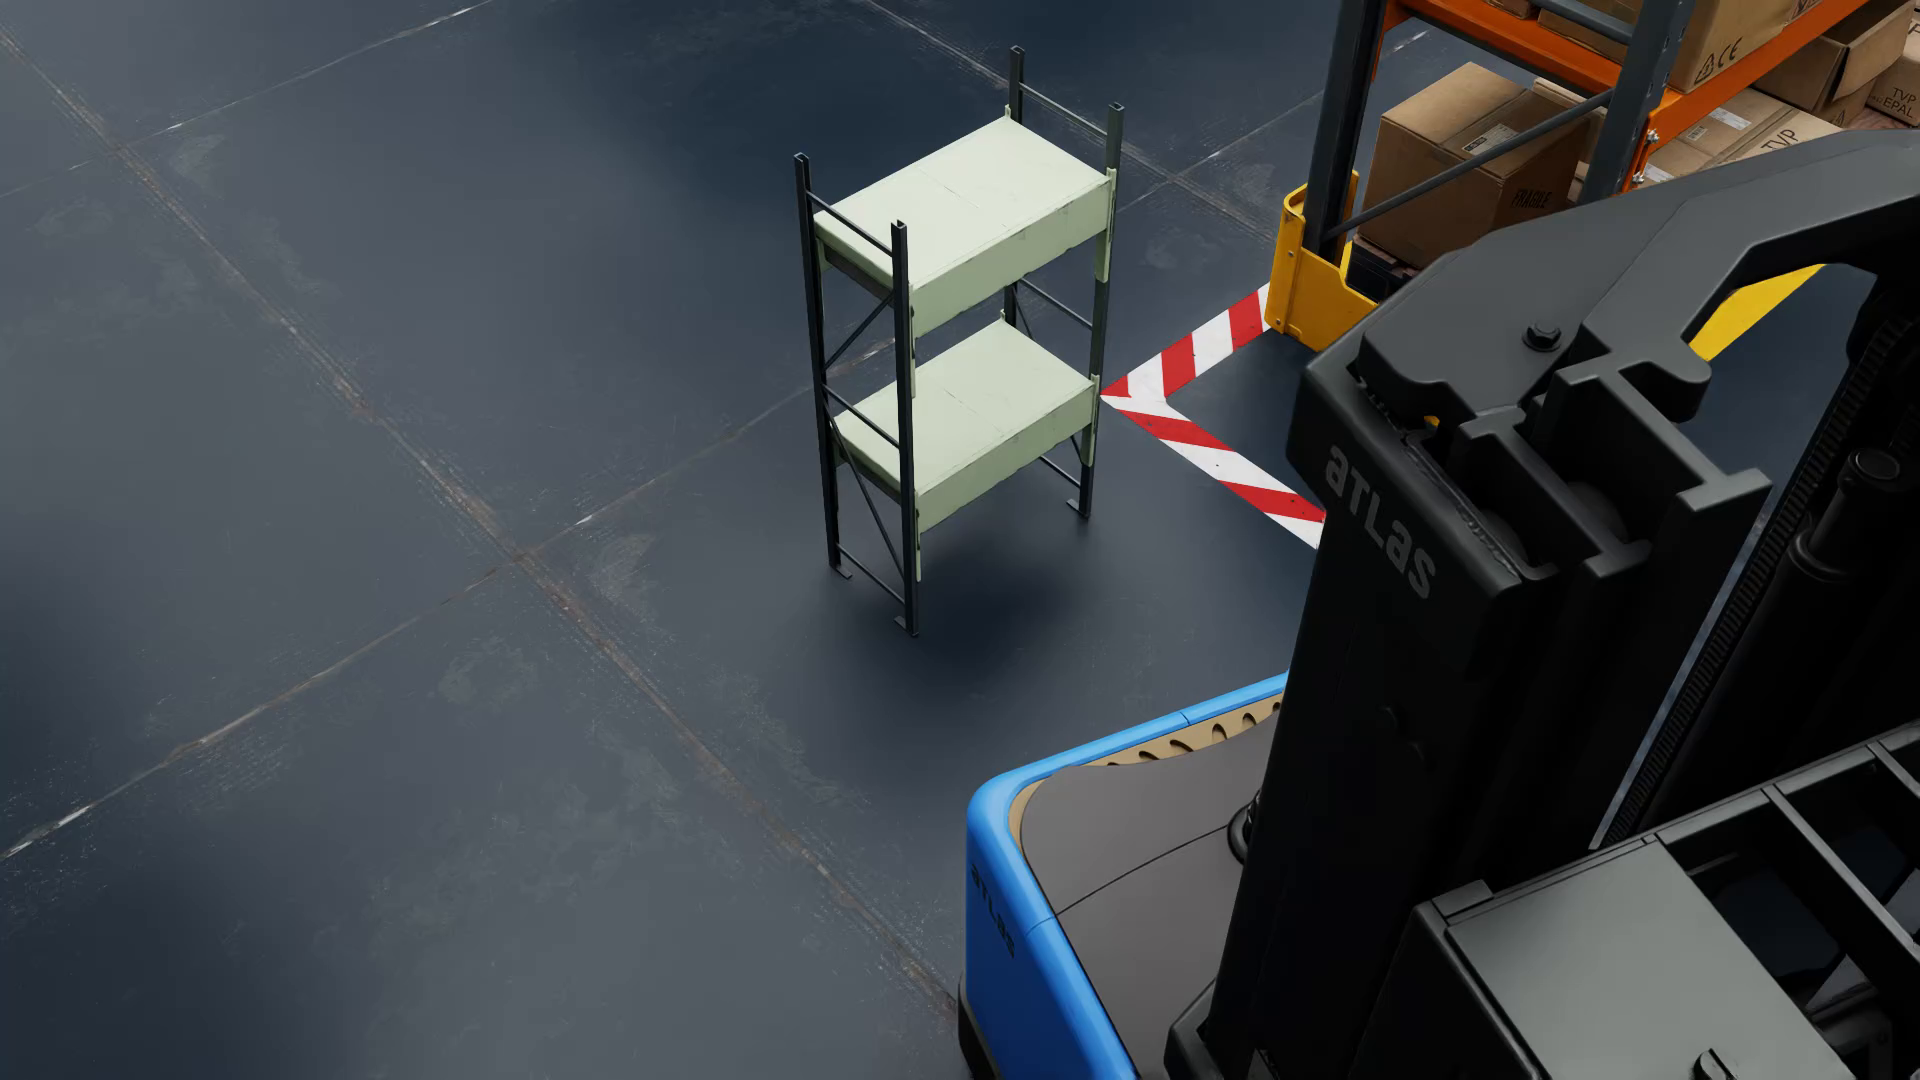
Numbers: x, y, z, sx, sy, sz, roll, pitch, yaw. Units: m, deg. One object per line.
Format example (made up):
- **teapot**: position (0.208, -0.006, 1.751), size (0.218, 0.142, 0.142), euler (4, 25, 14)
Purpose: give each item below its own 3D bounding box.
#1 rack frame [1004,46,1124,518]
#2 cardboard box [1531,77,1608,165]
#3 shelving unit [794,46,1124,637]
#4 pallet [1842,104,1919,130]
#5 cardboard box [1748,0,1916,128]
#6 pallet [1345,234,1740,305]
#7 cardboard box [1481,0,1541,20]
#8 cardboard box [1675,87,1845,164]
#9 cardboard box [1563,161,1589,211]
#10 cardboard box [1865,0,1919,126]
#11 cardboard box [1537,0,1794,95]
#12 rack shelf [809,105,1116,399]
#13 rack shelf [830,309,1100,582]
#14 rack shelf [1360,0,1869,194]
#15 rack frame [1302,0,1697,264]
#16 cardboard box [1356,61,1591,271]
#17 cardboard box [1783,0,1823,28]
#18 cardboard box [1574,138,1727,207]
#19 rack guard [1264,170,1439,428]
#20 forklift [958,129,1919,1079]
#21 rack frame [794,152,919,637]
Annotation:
- **rack frame**: position (0.276, -0.693, 4.869), size (0.023, 1.500, 0.400), euler (-34, 56, -27)
- **cardboard box**: position (2.491, -1.621, 6.276), size (0.500, 0.250, 0.500), euler (-34, 56, -27)
- **shelving unit**: position (0.005, -0.512, 4.702), size (0.755, 1.500, 0.431), euler (-34, 56, -27)
- **pallet**: position (3.079, -1.634, 6.615), size (1.213, 0.211, 1.003), euler (-34, 56, -27)
- **cardboard box**: position (3.105, -1.896, 6.358), size (0.637, 0.503, 0.797), euler (-34, 56, -27)
- **pallet**: position (2.177, -1.034, 6.061), size (1.213, 0.211, 1.003), euler (-34, 56, -27)
- **cardboard box**: position (1.680, -1.951, 4.941), size (0.500, 0.500, 0.500), euler (-32, 55, -26)
- **cardboard box**: position (2.865, -1.374, 6.048), size (0.500, 0.250, 0.500), euler (-34, 56, -27)
- **cardboard box**: position (2.128, -1.290, 6.028), size (0.250, 0.166, 0.380), euler (-34, 56, -27)
- **cardboard box**: position (3.706, -1.956, 6.544), size (0.500, 0.311, 0.500), euler (-34, 56, -27)
- **cardboard box**: position (2.037, -1.658, 4.671), size (0.500, 0.500, 0.500), euler (-33, 55, -26)
- **rack shelf**: position (0.005, -0.777, 4.415), size (0.720, 0.370, 0.431), euler (-34, 56, -27)
- **rack shelf**: position (0.005, -0.291, 4.941), size (0.720, 0.370, 0.431), euler (-34, 56, -27)
- **rack shelf**: position (3.011, -2.293, 5.814), size (4.000, 0.370, 1.077), euler (-34, 56, -27)
- **rack frame**: position (1.532, -1.548, 4.637), size (0.127, 3.000, 1.000), euler (-34, 56, -27)
- **cardboard box**: position (1.768, -1.252, 5.766), size (0.500, 0.500, 0.500), euler (-34, 56, -27)
- **cardboard box**: position (2.415, -1.916, 4.909), size (0.500, 0.500, 0.500), euler (-34, 56, -27)
- **cardboard box**: position (2.495, -1.126, 5.820), size (0.500, 0.250, 0.500), euler (-34, 56, -27)
- **rack guard**: position (1.588, -0.738, 5.590), size (0.348, 0.500, 1.175), euler (-34, 56, -27)
- **forklift**: position (1.040, 1.088, 2.252), size (1.130, 2.935, 3.031), euler (-17, 50, -15)
- **rack frame**: position (-0.266, -0.331, 4.535), size (0.023, 1.500, 0.400), euler (-34, 56, -27)
